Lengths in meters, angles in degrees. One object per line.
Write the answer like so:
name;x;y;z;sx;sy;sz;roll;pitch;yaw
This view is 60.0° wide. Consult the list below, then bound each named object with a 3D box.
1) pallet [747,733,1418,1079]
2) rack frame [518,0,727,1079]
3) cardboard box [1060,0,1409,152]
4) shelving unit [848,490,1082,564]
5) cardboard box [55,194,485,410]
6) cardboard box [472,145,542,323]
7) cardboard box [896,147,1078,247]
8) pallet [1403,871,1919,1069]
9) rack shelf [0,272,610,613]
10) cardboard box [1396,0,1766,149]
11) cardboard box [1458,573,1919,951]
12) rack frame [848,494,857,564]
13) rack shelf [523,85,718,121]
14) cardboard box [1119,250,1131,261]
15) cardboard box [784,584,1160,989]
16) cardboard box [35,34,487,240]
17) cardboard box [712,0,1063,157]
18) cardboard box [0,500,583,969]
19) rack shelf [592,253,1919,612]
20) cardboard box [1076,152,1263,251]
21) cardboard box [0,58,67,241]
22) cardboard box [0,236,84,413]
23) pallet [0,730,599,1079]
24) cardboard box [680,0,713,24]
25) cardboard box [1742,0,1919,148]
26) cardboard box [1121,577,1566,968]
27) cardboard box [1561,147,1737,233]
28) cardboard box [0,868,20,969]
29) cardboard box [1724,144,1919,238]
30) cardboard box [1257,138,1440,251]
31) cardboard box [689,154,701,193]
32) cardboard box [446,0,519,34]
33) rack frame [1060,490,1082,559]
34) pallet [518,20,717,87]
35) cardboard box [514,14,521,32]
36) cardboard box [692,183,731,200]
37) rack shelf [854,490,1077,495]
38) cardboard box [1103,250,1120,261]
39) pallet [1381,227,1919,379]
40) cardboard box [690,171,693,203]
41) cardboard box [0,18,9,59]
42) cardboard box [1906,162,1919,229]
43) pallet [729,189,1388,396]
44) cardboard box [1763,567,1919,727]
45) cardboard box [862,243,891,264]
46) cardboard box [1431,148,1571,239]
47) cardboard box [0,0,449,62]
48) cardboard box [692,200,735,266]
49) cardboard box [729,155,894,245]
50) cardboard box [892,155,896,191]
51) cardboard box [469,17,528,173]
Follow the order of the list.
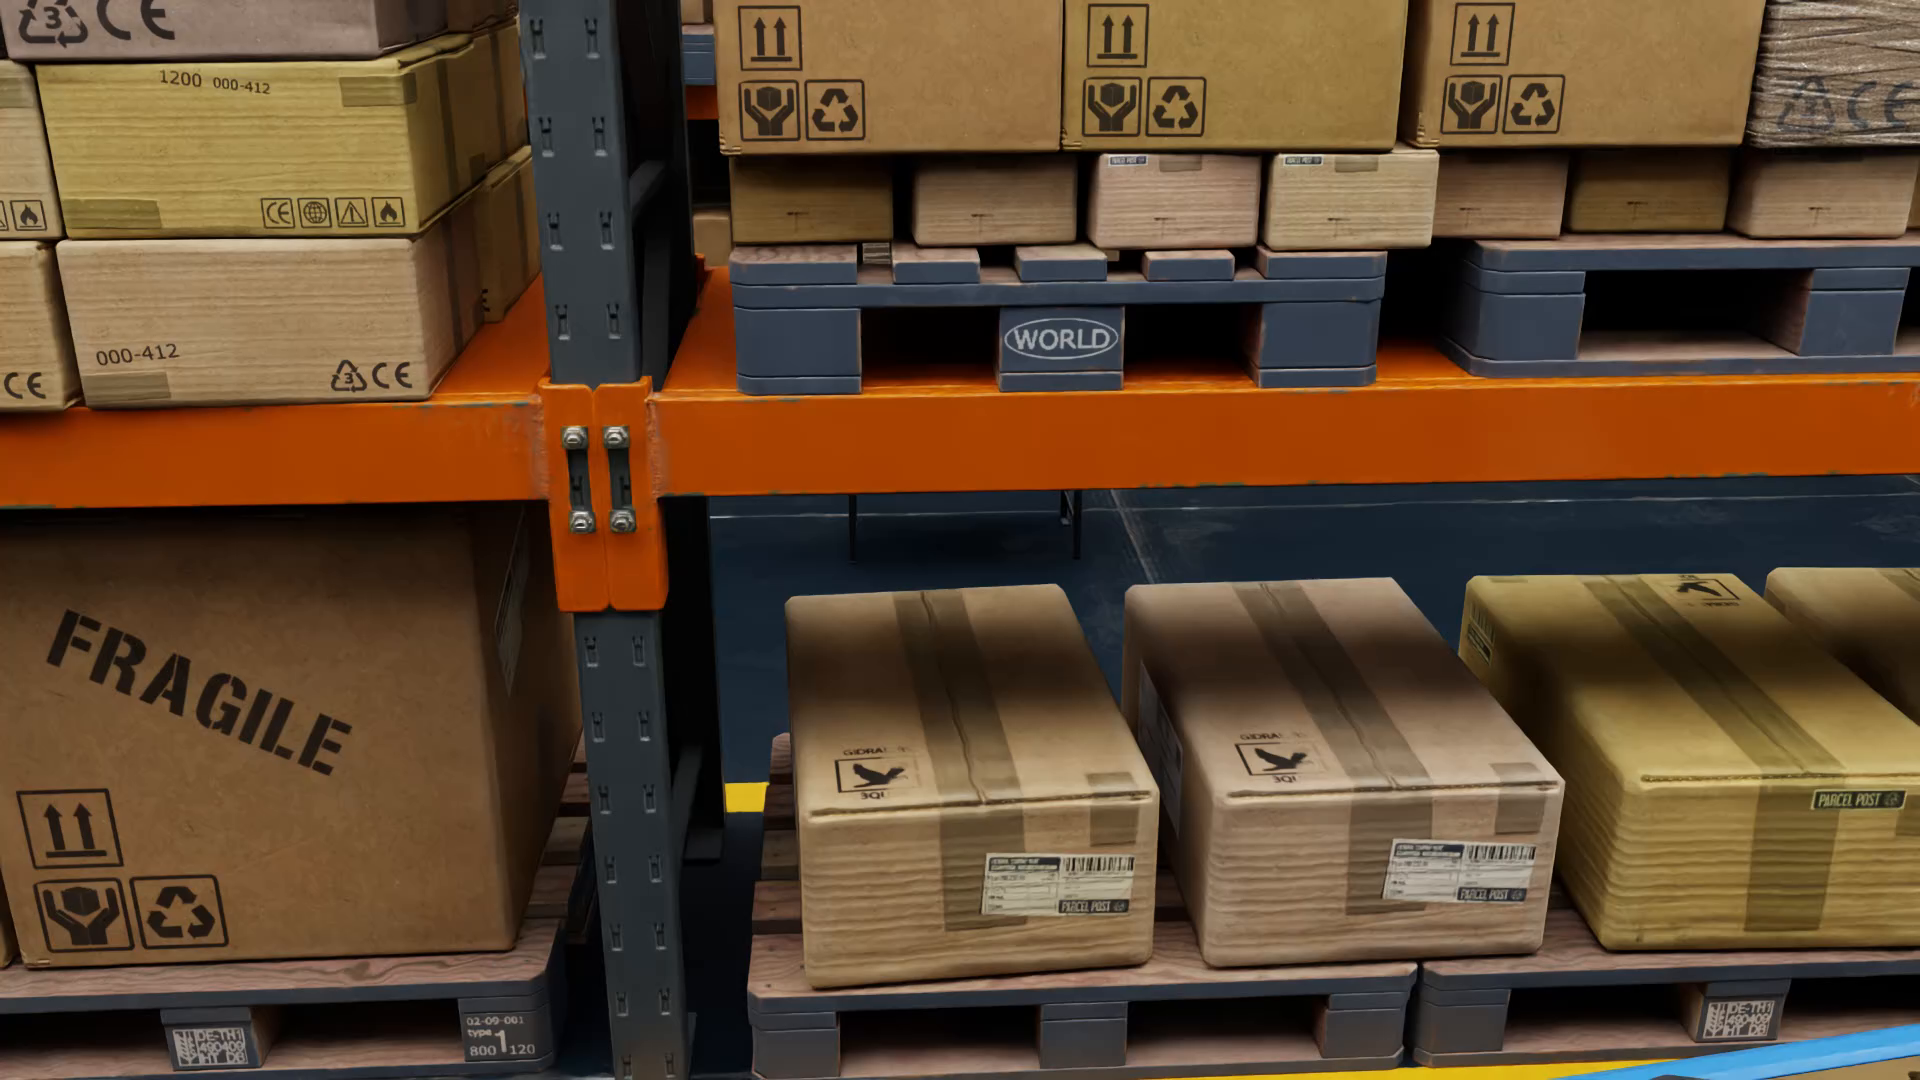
pallet;0.196;0.710;3.459;1.213;0.211;1.003;-1;21;-3
rack frame;-0.584;-0.578;2.922;0.127;3.000;1.000;-1;21;-3
cardboard box;0.398;-0.900;2.620;0.500;0.500;0.500;0;21;0
shelving unit;0.007;-0.701;5.354;0.755;1.500;0.431;-1;21;-3
cardboard box;-1.074;-0.405;2.680;0.500;0.250;0.500;-2;21;-5
cardboard box;-1.087;-0.587;3.158;0.500;0.250;0.500;-2;21;-4
cardboard box;0.035;-0.591;2.720;0.250;0.149;0.380;-2;21;-6
pallet;1.411;0.686;3.521;1.213;0.211;1.003;-1;21;-3
rack shelf;-2.581;-0.201;2.944;4.000;0.370;1.077;-1;21;-3
cardboard box;0.928;-0.913;2.654;0.500;0.500;0.500;-1;21;-2
cardboard box;1.474;0.415;3.418;0.625;0.372;0.950;0;21;-1
rack frame;-0.359;-0.694;5.335;0.023;1.500;0.400;-1;21;-3
rack shelf;-2.868;-1.964;7.575;4.000;0.370;1.077;-1;21;-3
cardboard box;1.076;-1.465;8.000;0.625;0.625;0.875;-2;21;-5
cardboard box;-0.020;0.446;3.336;0.625;0.372;0.950;-3;21;-7
cardboard box;-1.053;-0.641;2.597;0.500;0.250;0.500;-1;21;-3
cardboard box;-0.122;-0.887;2.585;0.500;0.500;0.500;-2;21;-5
cardboard box;-1.279;0.204;3.266;0.875;0.875;0.875;-1;21;-4
rack shelf;1.412;-0.282;3.157;4.000;0.370;1.077;-1;21;-3
cardboard box;0.311;-0.580;2.692;0.250;0.149;0.380;-3;21;-7
cardboard box;-1.565;-0.629;2.566;0.500;0.250;0.500;-2;21;-4
cardboard box;-1.583;-0.389;2.638;0.500;0.250;0.500;-1;21;-2
pallet;-1.376;0.715;3.447;1.213;0.211;1.003;-1;21;-3
cardboard box;-1.394;-2.629;7.579;0.500;0.500;0.500;0;21;-1
cardboard box;1.428;-0.920;2.673;0.500;0.500;0.500;-2;21;-5
cardboard box;0.717;0.428;3.383;0.625;0.372;0.950;-2;21;-4
cardboard box;1.103;-0.631;2.824;0.250;0.149;0.380;0;21;-1
cardboard box;-2.169;0.220;3.223;0.875;0.875;0.875;-1;21;-2
cardboard box;1.367;-0.613;2.777;0.250;0.149;0.380;-1;21;-1
cardboard box;0.587;-0.578;2.687;0.250;0.149;0.380;-1;21;-3
cardboard box;-1.410;-1.772;8.071;0.250;0.149;0.380;0;21;0
cardboard box;-1.091;-1.169;2.929;0.500;0.500;0.500;-2;21;-5
rack frame;0.372;-0.708;5.374;0.023;1.500;0.400;-1;21;-3
pallet;-1.544;-2.212;7.486;1.003;0.211;1.213;-1;21;-3
cardboard box;-1.906;-2.331;7.147;0.500;0.250;0.500;-2;21;-6
cardboard box;-1.308;-1.460;8.163;0.500;0.500;0.500;0;21;-1
rack shelf;0.007;-0.396;5.470;0.720;0.370;0.431;-1;21;-3
cardboard box;0.404;-1.451;7.964;0.625;0.625;0.875;0;21;-1
pallet;1.390;-0.543;3.100;1.213;0.211;1.003;-1;21;-3
cardboard box;-1.350;-1.572;7.546;0.250;0.149;0.380;-2;21;-6
cardboard box;-1.597;-0.975;2.420;0.500;0.500;0.500;-1;21;-2
cardboard box;1.623;-0.645;2.862;0.250;0.149;0.380;-2;21;-5
pallet;0.121;-0.540;3.094;1.003;0.211;1.213;-1;21;-3
cardboard box;2.168;0.400;3.457;0.625;0.372;0.950;0;21;0
cardboard box;-0.248;-1.435;7.922;0.625;0.625;0.875;-1;21;-1
cardboard box;0.823;-0.611;2.773;0.250;0.149;0.380;0;21;0
cardboard box;-1.086;-0.988;2.455;0.500;0.500;0.500;-2;21;-5
cardboard box;-1.281;-1.284;7.700;0.500;0.500;0.500;-1;21;-1
cardboard box;-0.249;-0.597;2.736;0.250;0.149;0.380;-2;21;-6
cardboard box;-0.007;-0.778;3.211;0.250;0.149;0.380;-1;21;-2
cardboard box;-1.104;-0.819;3.064;0.500;0.250;0.500;-1;21;-3
